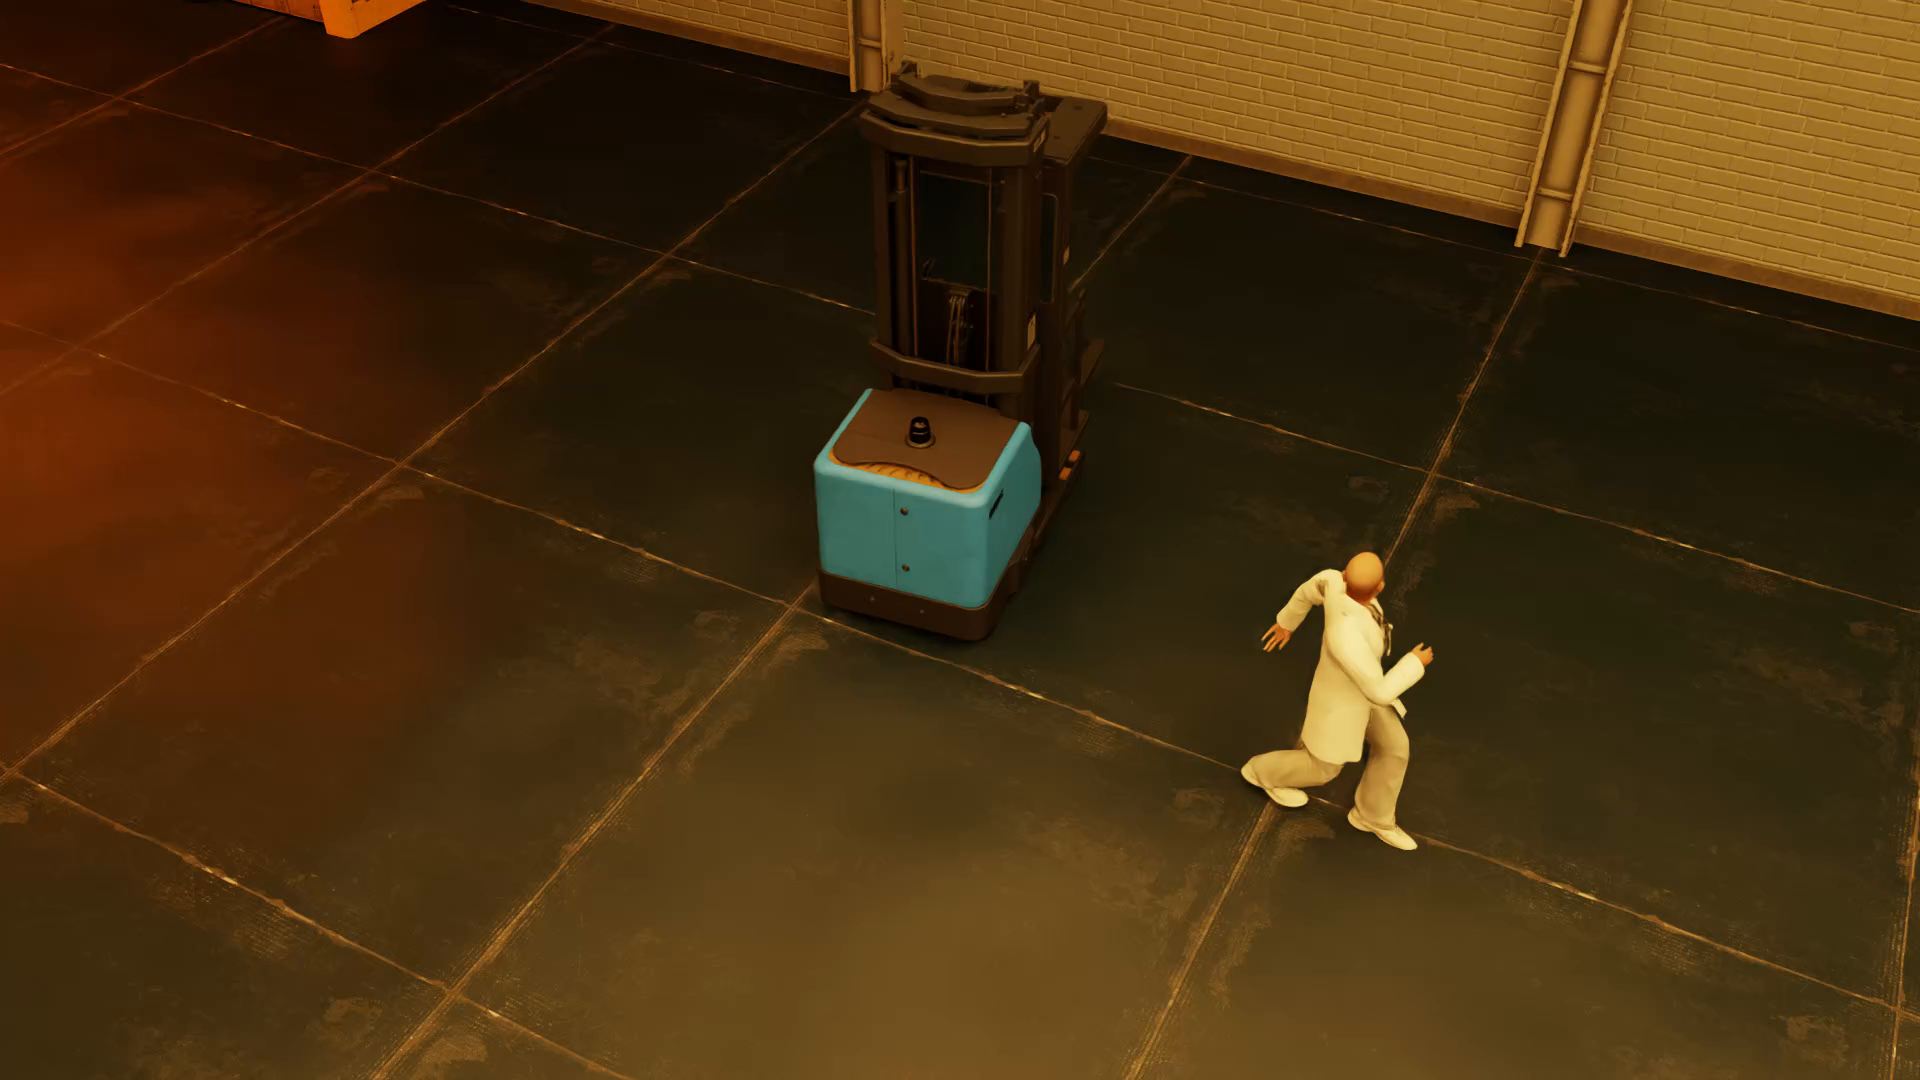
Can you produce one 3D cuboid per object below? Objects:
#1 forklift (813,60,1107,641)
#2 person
[{"bbox_3d":[0.167,-1.505,9.773,1.130,2.935,3.031,13,42,15],"label":"forklift"},{"bbox_3d":[1.892,0.747,8.095,1.007,1.706,0.607,18,43,20],"label":"person"}]
